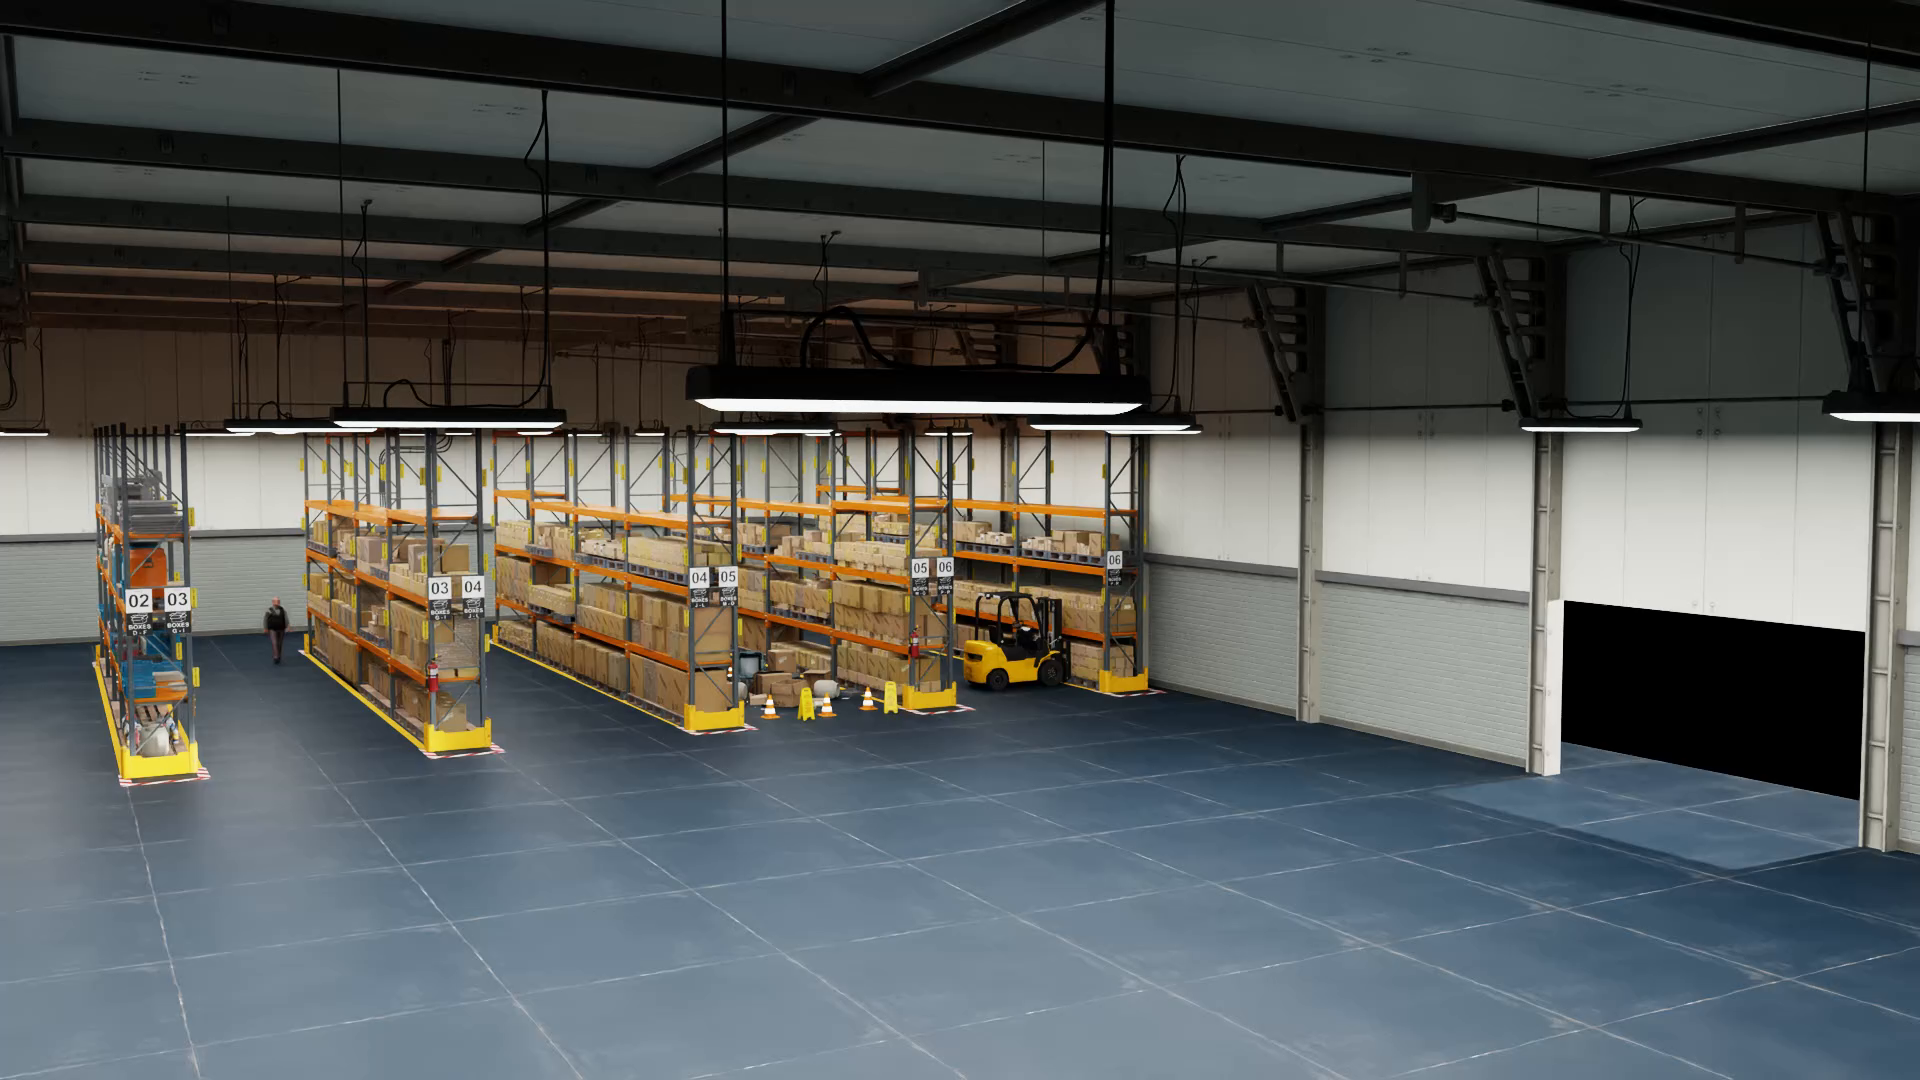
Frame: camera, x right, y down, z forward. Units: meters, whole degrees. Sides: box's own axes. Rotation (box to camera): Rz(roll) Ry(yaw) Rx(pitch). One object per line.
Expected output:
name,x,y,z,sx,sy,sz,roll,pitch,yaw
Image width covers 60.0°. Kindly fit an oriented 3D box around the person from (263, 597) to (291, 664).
person,-17.492,2.298,42.581,0.627,1.667,1.068,-2,4,-31
